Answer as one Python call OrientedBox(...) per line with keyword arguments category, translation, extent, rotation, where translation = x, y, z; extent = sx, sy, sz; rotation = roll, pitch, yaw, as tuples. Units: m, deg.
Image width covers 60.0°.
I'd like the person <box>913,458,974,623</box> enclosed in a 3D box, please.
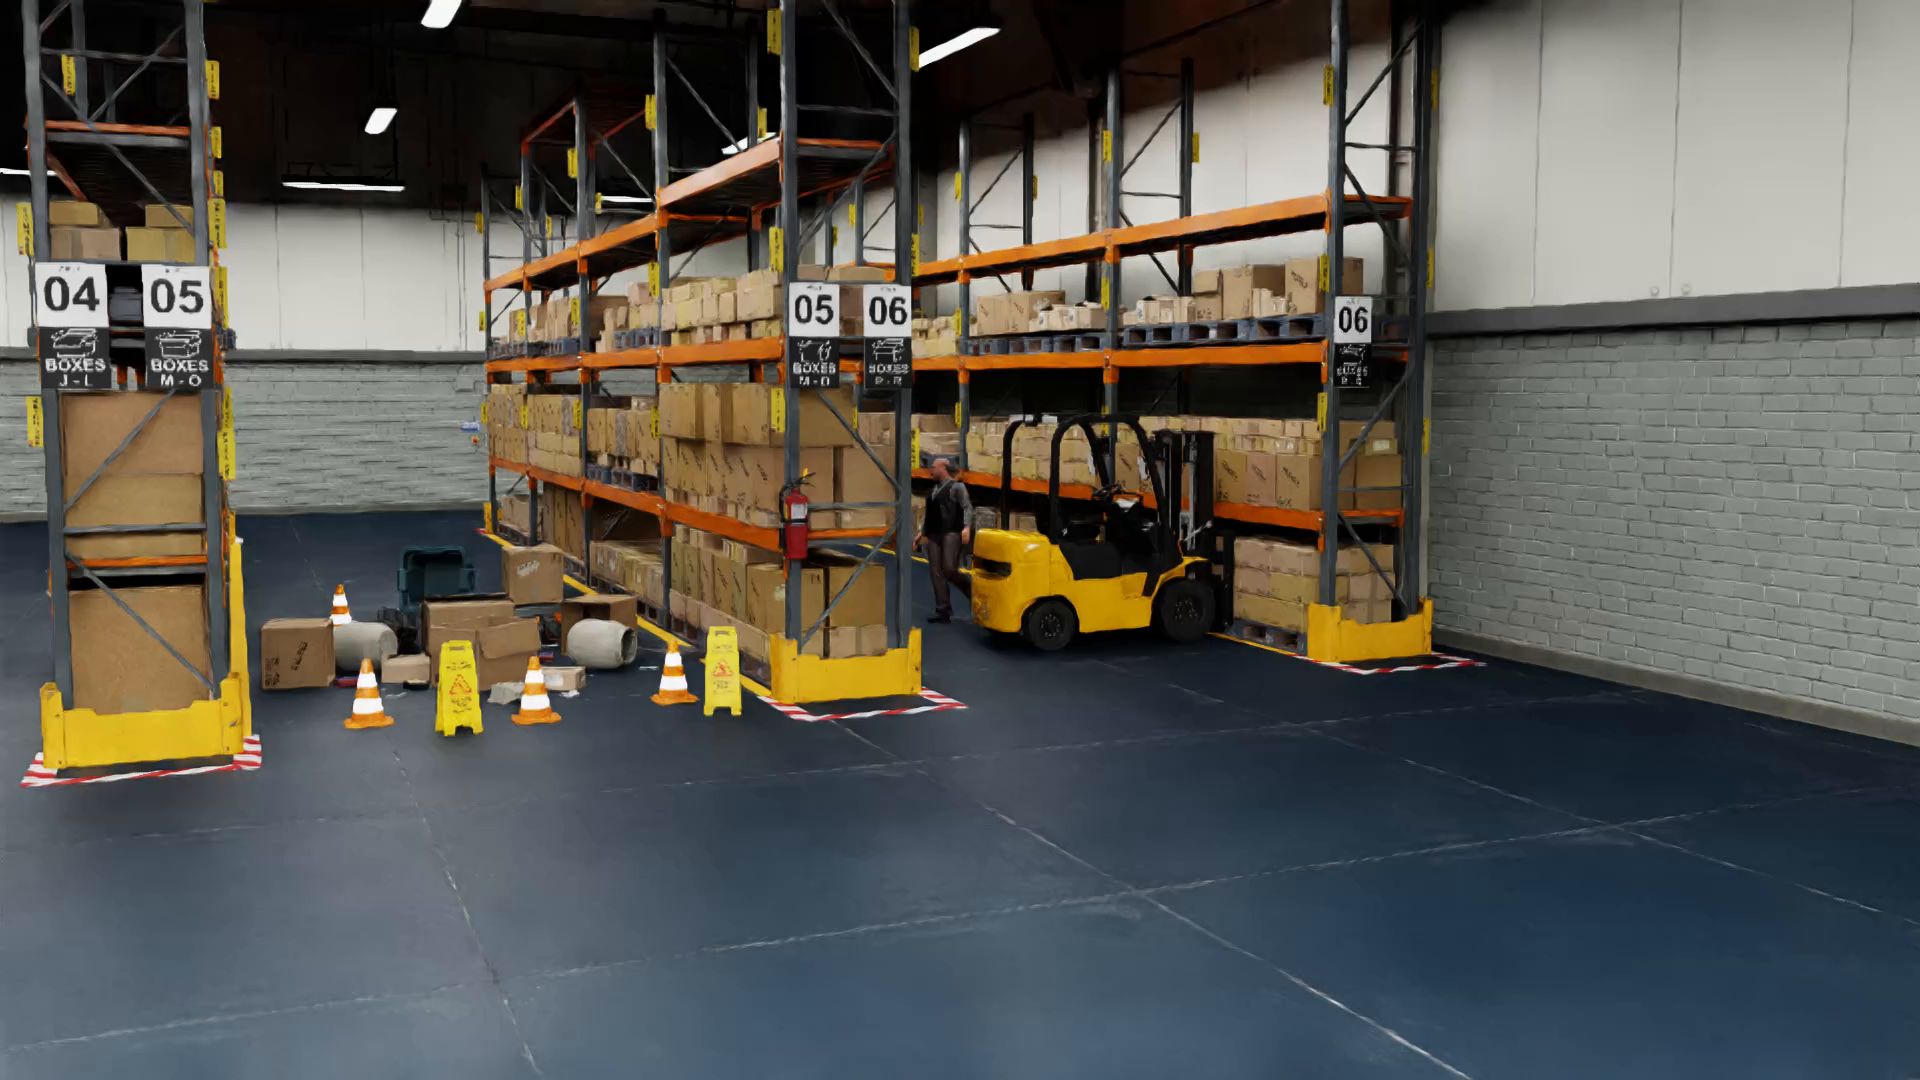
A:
OrientedBox(category="person", translation=(-0.158, -0.008, 17.227), extent=(0.745, 1.671, 0.672), rotation=(5, 7, 43))
